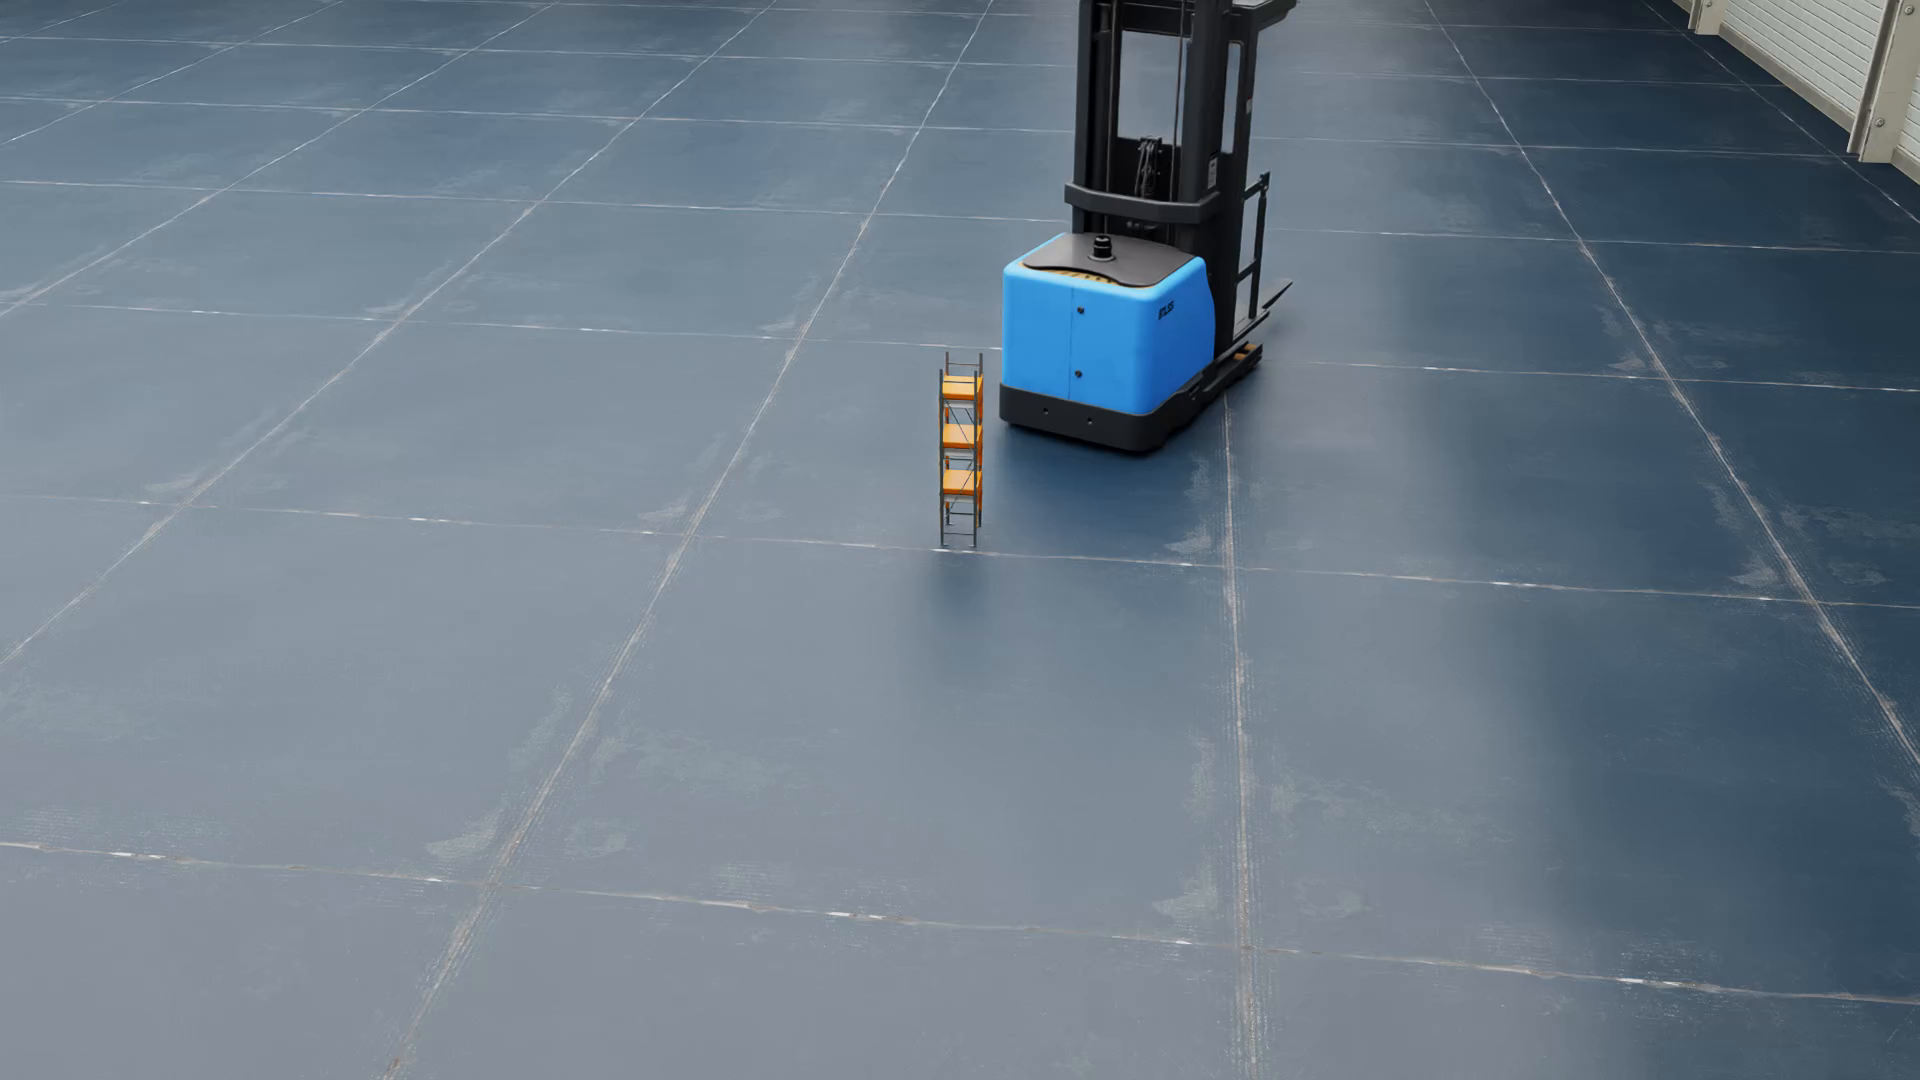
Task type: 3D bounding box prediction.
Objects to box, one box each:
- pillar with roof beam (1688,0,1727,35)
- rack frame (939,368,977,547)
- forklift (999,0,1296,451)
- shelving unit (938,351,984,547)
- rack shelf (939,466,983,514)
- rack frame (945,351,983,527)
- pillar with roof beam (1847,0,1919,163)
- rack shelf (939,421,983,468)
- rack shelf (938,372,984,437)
[{"bbox_3d":[5.305,-10.758,19.732,9.100,9.000,0.400,3,28,6],"label":"pillar with roof beam"},{"bbox_3d":[-0.008,-0.430,8.941,0.200,1.050,0.008,3,28,6],"label":"rack frame"},{"bbox_3d":[1.425,-2.491,10.784,1.130,2.935,3.031,15,32,26],"label":"forklift"},{"bbox_3d":[0.007,-0.487,9.048,0.215,1.050,0.252,3,28,6],"label":"shelving unit"},{"bbox_3d":[0.007,-0.233,9.185,0.215,0.259,0.240,3,28,6],"label":"rack shelf"},{"bbox_3d":[0.022,-0.545,9.154,0.200,1.050,0.008,3,28,6],"label":"rack frame"},{"bbox_3d":[4.570,-7.934,14.489,9.100,9.000,0.400,3,28,6],"label":"pillar with roof beam"},{"bbox_3d":[0.007,-0.478,9.053,0.215,0.259,0.240,3,28,6],"label":"rack shelf"},{"bbox_3d":[0.007,-0.728,8.918,0.215,0.259,0.240,3,28,6],"label":"rack shelf"}]
